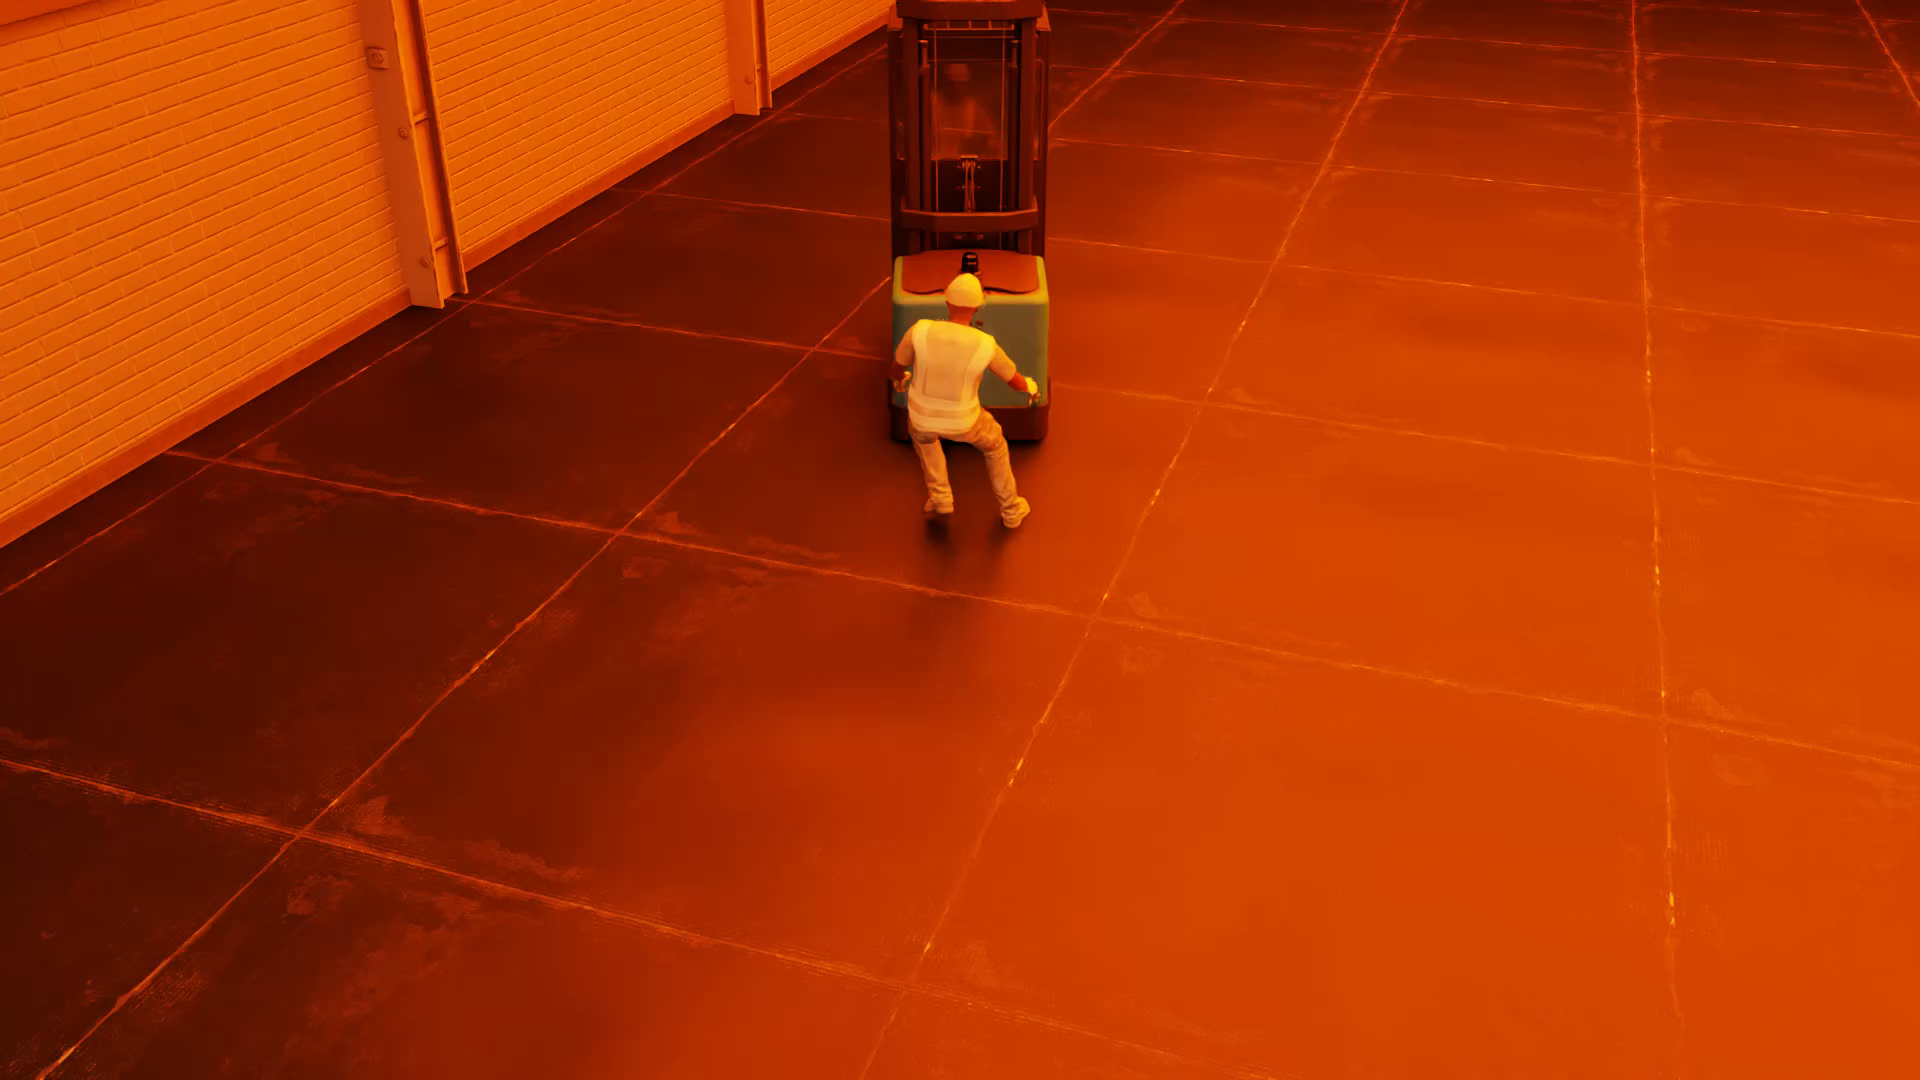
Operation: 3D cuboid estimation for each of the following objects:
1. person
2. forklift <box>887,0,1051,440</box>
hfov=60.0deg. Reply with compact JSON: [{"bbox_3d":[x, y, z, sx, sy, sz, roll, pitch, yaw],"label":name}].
[{"bbox_3d":[0.015,-0.823,9.869,0.859,1.662,0.617,4,30,8],"label":"person"},{"bbox_3d":[0.056,-2.629,11.749,1.130,2.935,3.031,0,30,0],"label":"forklift"}]
